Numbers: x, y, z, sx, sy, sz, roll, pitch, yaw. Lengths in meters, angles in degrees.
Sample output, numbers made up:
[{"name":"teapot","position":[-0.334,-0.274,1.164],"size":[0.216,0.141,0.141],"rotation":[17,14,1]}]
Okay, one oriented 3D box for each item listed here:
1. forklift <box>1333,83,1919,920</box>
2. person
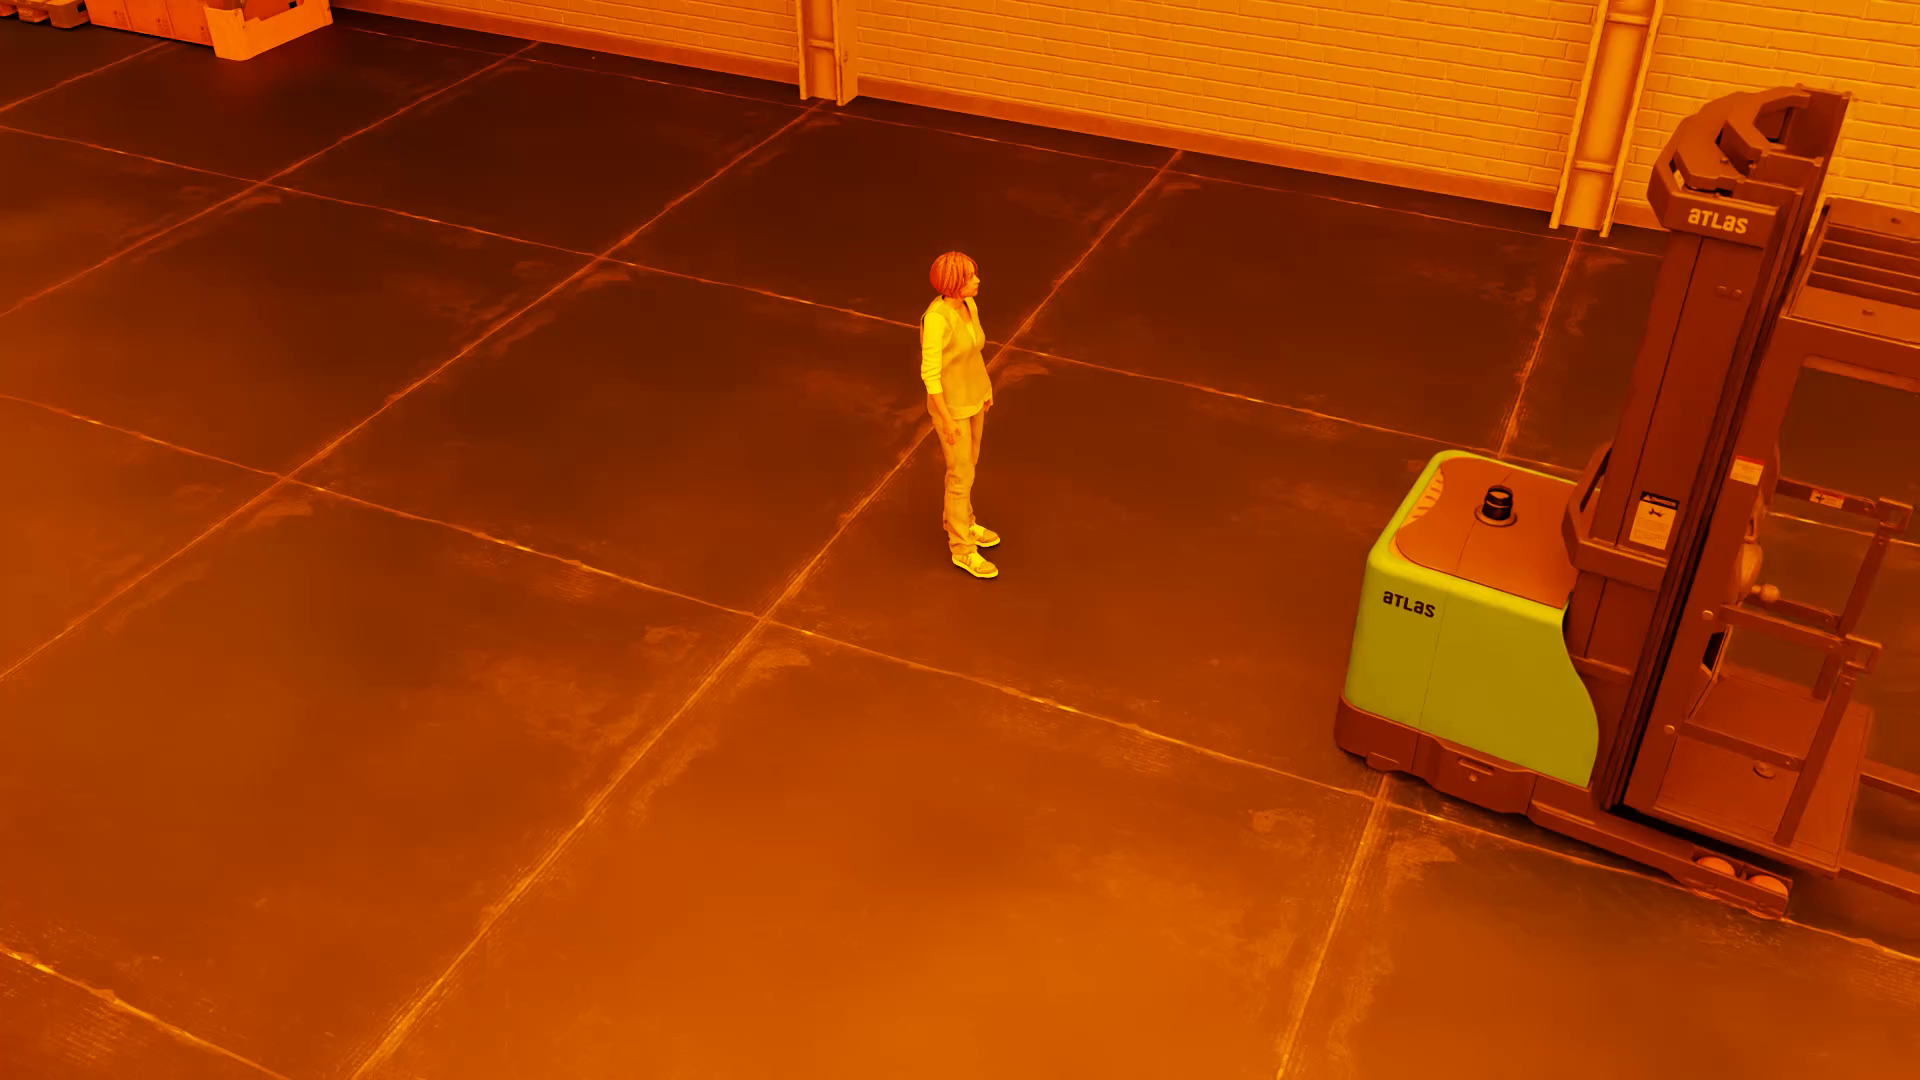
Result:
[{"name":"forklift","position":[3.166,-0.064,6.176],"size":[3.031,2.935,1.130],"rotation":[19,40,24]},{"name":"person","position":[0.061,-0.631,8.107],"size":[0.475,1.597,0.520],"rotation":[15,38,20]}]
